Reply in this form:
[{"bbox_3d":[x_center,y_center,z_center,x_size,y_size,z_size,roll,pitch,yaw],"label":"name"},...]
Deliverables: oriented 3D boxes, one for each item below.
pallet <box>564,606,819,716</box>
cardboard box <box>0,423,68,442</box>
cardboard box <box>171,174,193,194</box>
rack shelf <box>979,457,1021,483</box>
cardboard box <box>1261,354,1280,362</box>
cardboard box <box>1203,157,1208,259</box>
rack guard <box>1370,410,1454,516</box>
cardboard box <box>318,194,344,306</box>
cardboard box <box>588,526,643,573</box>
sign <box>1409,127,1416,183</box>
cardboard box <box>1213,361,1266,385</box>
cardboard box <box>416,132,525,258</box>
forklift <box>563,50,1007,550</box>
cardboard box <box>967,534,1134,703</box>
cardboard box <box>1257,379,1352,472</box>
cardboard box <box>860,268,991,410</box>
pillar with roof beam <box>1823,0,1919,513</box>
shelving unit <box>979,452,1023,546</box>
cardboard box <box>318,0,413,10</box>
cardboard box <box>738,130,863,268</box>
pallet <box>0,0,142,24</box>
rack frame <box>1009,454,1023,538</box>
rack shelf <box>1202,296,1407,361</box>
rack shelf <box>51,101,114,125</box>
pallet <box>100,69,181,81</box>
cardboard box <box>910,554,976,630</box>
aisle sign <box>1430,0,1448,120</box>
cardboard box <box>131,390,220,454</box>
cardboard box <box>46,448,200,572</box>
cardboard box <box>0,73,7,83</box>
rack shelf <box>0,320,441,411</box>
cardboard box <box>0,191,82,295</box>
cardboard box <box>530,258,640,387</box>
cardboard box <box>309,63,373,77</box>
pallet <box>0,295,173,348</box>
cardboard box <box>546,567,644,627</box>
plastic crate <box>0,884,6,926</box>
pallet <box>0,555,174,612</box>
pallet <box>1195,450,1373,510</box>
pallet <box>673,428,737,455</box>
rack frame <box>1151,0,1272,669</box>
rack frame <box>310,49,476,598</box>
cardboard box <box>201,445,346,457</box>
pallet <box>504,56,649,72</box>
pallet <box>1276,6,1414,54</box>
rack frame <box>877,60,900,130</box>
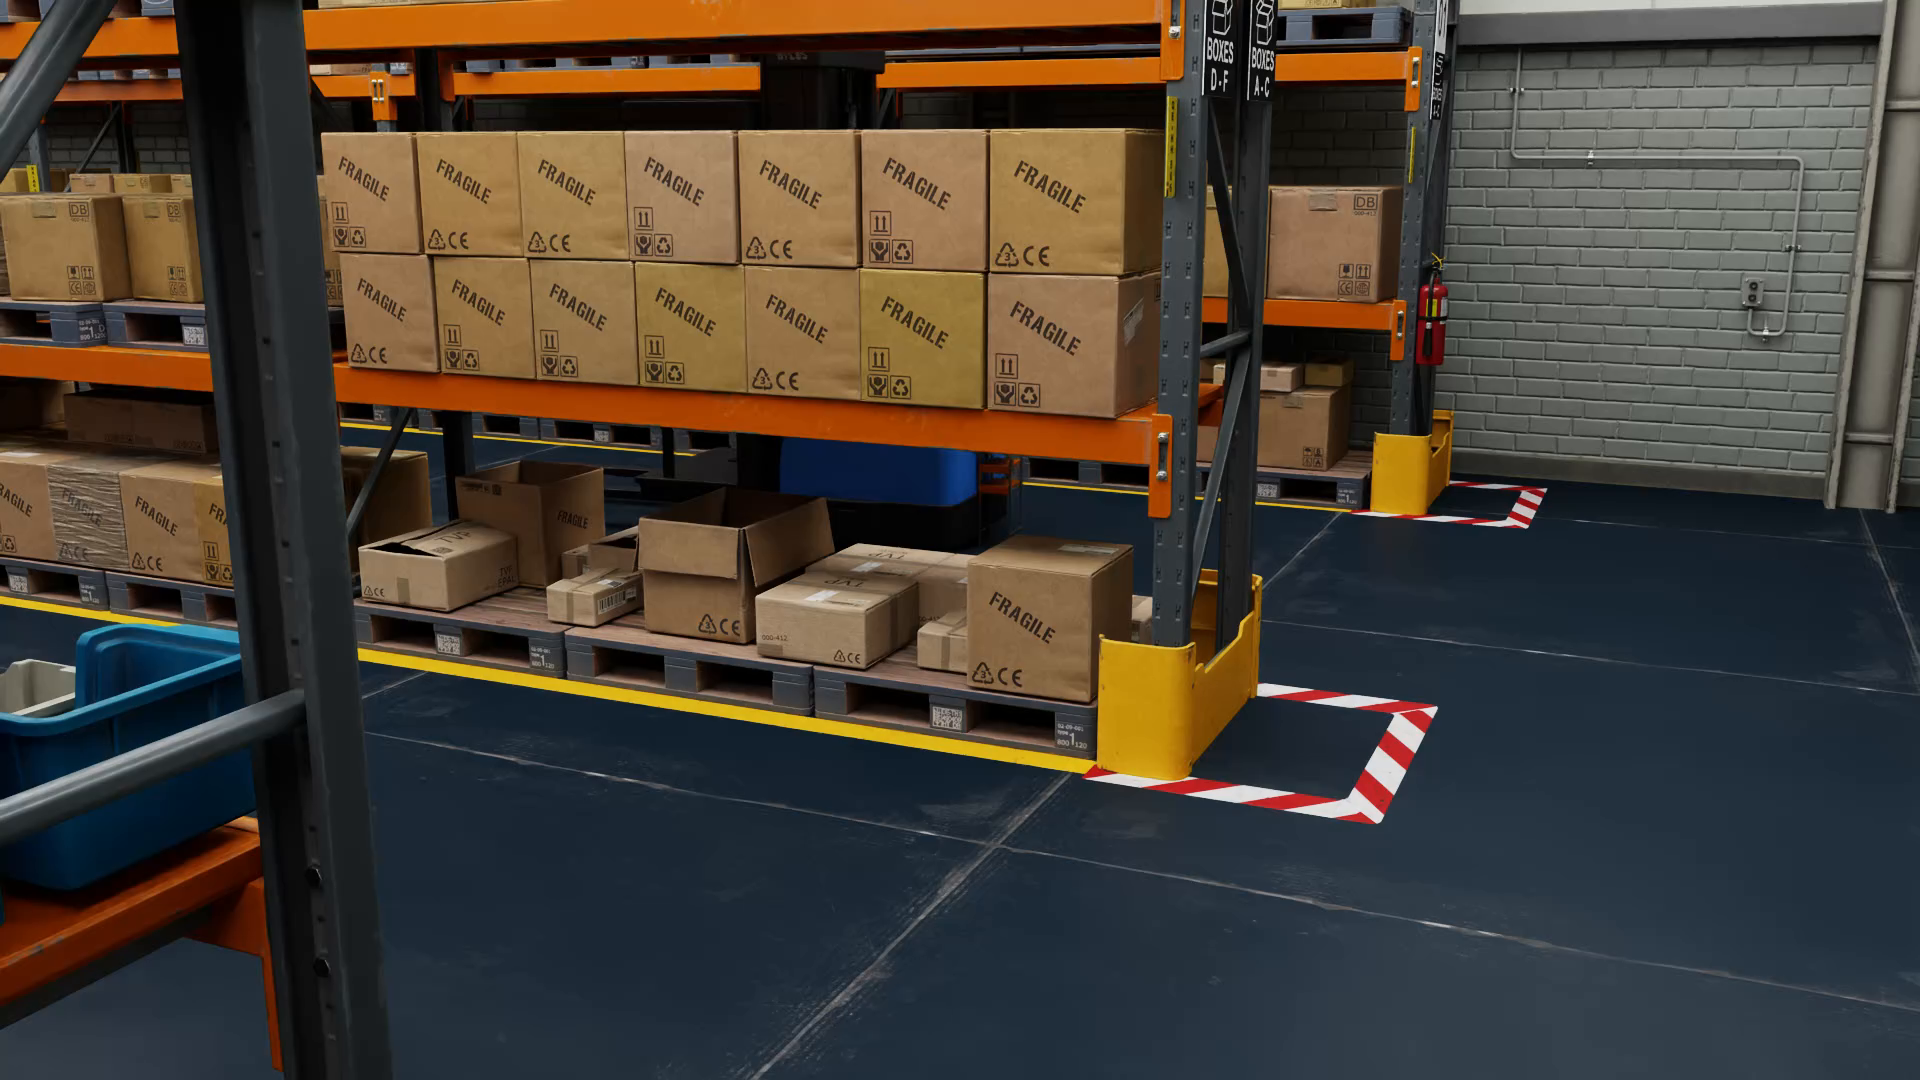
[{"bbox_3d":[-0.960,0.451,7.369,1.213,0.211,1.003,6,14,23],"label":"pallet"},{"bbox_3d":[-4.941,-0.364,9.250,0.500,0.500,0.500,5,14,21],"label":"cardboard box"},{"bbox_3d":[-6.444,-2.959,14.616,0.500,0.500,0.700,8,15,31],"label":"cardboard box"},{"bbox_3d":[0.235,-0.406,9.578,0.180,0.103,0.258,5,14,19],"label":"rack shelf"},{"bbox_3d":[2.005,-1.171,11.314,0.250,0.149,0.380,6,14,23],"label":"cardboard box"},{"bbox_3d":[0.652,-1.344,6.509,0.500,0.500,0.500,6,15,25],"label":"cardboard box"},{"bbox_3d":[2.976,-0.528,10.912,0.348,0.500,1.175,6,14,23],"label":"rack guard"},{"bbox_3d":[-3.049,-1.426,8.129,0.500,0.500,0.700,1,13,4],"label":"cardboard box"},{"bbox_3d":[-1.385,0.075,7.791,0.500,0.311,0.500,6,14,23],"label":"cardboard box"},{"bbox_3d":[2.721,-2.314,9.999,0.005,0.325,0.100,6,14,23],"label":"sign"},{"bbox_3d":[1.848,-1.092,10.975,0.250,0.149,0.380,6,15,25],"label":"cardboard box"},{"bbox_3d":[-1.918,-1.468,7.037,0.500,0.500,0.500,5,14,21],"label":"cardboard box"},{"bbox_3d":[-1.289,-1.529,9.853,3.031,2.935,1.130,5,14,19],"label":"forklift"},{"bbox_3d":[0.354,0.291,6.455,0.500,0.500,0.500,6,14,23],"label":"cardboard box"},{"bbox_3d":[2.273,-0.779,11.060,0.500,0.500,0.700,6,14,23],"label":"cardboard box"},{"bbox_3d":[-0.045,-0.793,6.349,0.500,0.500,0.500,6,14,24],"label":"cardboard box"},{"bbox_3d":[4.029,-3.700,5.824,0.400,9.000,9.100,6,14,23],"label":"pillar with roof beam"},{"bbox_3d":[0.235,-0.566,9.541,0.189,1.200,0.258,5,14,19],"label":"shelving unit"},{"bbox_3d":[-2.362,-2.373,7.065,0.500,0.250,0.500,6,14,23],"label":"cardboard box"},{"bbox_3d":[-0.506,-1.325,6.429,0.500,0.500,0.500,6,15,25],"label":"cardboard box"},{"bbox_3d":[-4.224,-2.622,8.207,1.003,0.211,1.213,6,14,23],"label":"pallet"},{"bbox_3d":[0.322,-0.559,9.512,0.006,1.200,0.240,5,14,19],"label":"rack frame"},{"bbox_3d":[1.125,-1.582,11.506,4.000,0.370,1.077,6,14,23],"label":"rack shelf"},{"bbox_3d":[-9.847,-4.153,15.896,4.000,0.370,1.077,6,14,23],"label":"rack shelf"},{"bbox_3d":[-6.547,-4.052,14.302,1.003,0.211,1.213,6,14,23],"label":"pallet"},{"bbox_3d":[0.111,0.256,7.153,0.500,0.250,0.500,6,14,23],"label":"cardboard box"},{"bbox_3d":[2.898,-2.944,10.043,0.004,0.787,0.394,6,14,23],"label":"aisle sign"},{"bbox_3d":[-3.965,-0.633,8.754,0.500,0.250,0.500,6,14,23],"label":"cardboard box"},{"bbox_3d":[-4.181,-0.160,8.377,0.500,0.500,0.500,6,14,24],"label":"cardboard box"},{"bbox_3d":[-8.582,-4.372,14.991,0.500,0.500,0.500,6,15,25],"label":"cardboard box"},{"bbox_3d":[-4.535,-0.917,8.673,4.000,0.370,1.077,6,14,23],"label":"rack shelf"},{"bbox_3d":[-4.984,-1.547,8.641,0.500,0.500,0.700,9,16,34],"label":"cardboard box"},{"bbox_3d":[-1.425,-0.934,6.949,0.500,0.500,0.500,6,14,23],"label":"cardboard box"},{"bbox_3d":[-5.128,-3.925,13.499,0.500,0.311,0.500,6,14,23],"label":"cardboard box"},{"bbox_3d":[-4.584,-1.180,8.639,1.213,0.211,1.003,6,14,23],"label":"pallet"},{"bbox_3d":[-1.616,0.245,7.385,0.250,0.166,0.380,6,14,23],"label":"cardboard box"},{"bbox_3d":[-1.441,0.283,1.772,0.499,0.435,0.616,6,14,23],"label":"plastic crate"},{"bbox_3d":[-4.585,0.095,8.887,1.213,0.211,1.003,6,14,23],"label":"pallet"},{"bbox_3d":[2.191,-0.447,11.200,1.213,0.211,1.003,6,14,23],"label":"pallet"},{"bbox_3d":[-1.440,-0.816,12.769,1.213,0.211,1.003,6,14,23],"label":"pallet"},{"bbox_3d":[0.951,-0.712,6.225,0.127,3.000,1.000,6,14,23],"label":"rack frame"},{"bbox_3d":[-2.707,-1.083,7.802,0.127,3.000,1.000,6,14,23],"label":"rack frame"},{"bbox_3d":[-3.542,-0.222,8.645,0.500,0.500,0.500,6,14,24],"label":"cardboard box"},{"bbox_3d":[-2.727,-3.705,12.824,1.213,0.211,1.003,7,15,26],"label":"pallet"},{"bbox_3d":[2.271,-3.231,10.586,1.213,0.211,1.003,6,14,23],"label":"pallet"},{"bbox_3d":[-0.704,-2.118,12.213,0.127,3.000,1.000,6,14,23],"label":"rack frame"}]
